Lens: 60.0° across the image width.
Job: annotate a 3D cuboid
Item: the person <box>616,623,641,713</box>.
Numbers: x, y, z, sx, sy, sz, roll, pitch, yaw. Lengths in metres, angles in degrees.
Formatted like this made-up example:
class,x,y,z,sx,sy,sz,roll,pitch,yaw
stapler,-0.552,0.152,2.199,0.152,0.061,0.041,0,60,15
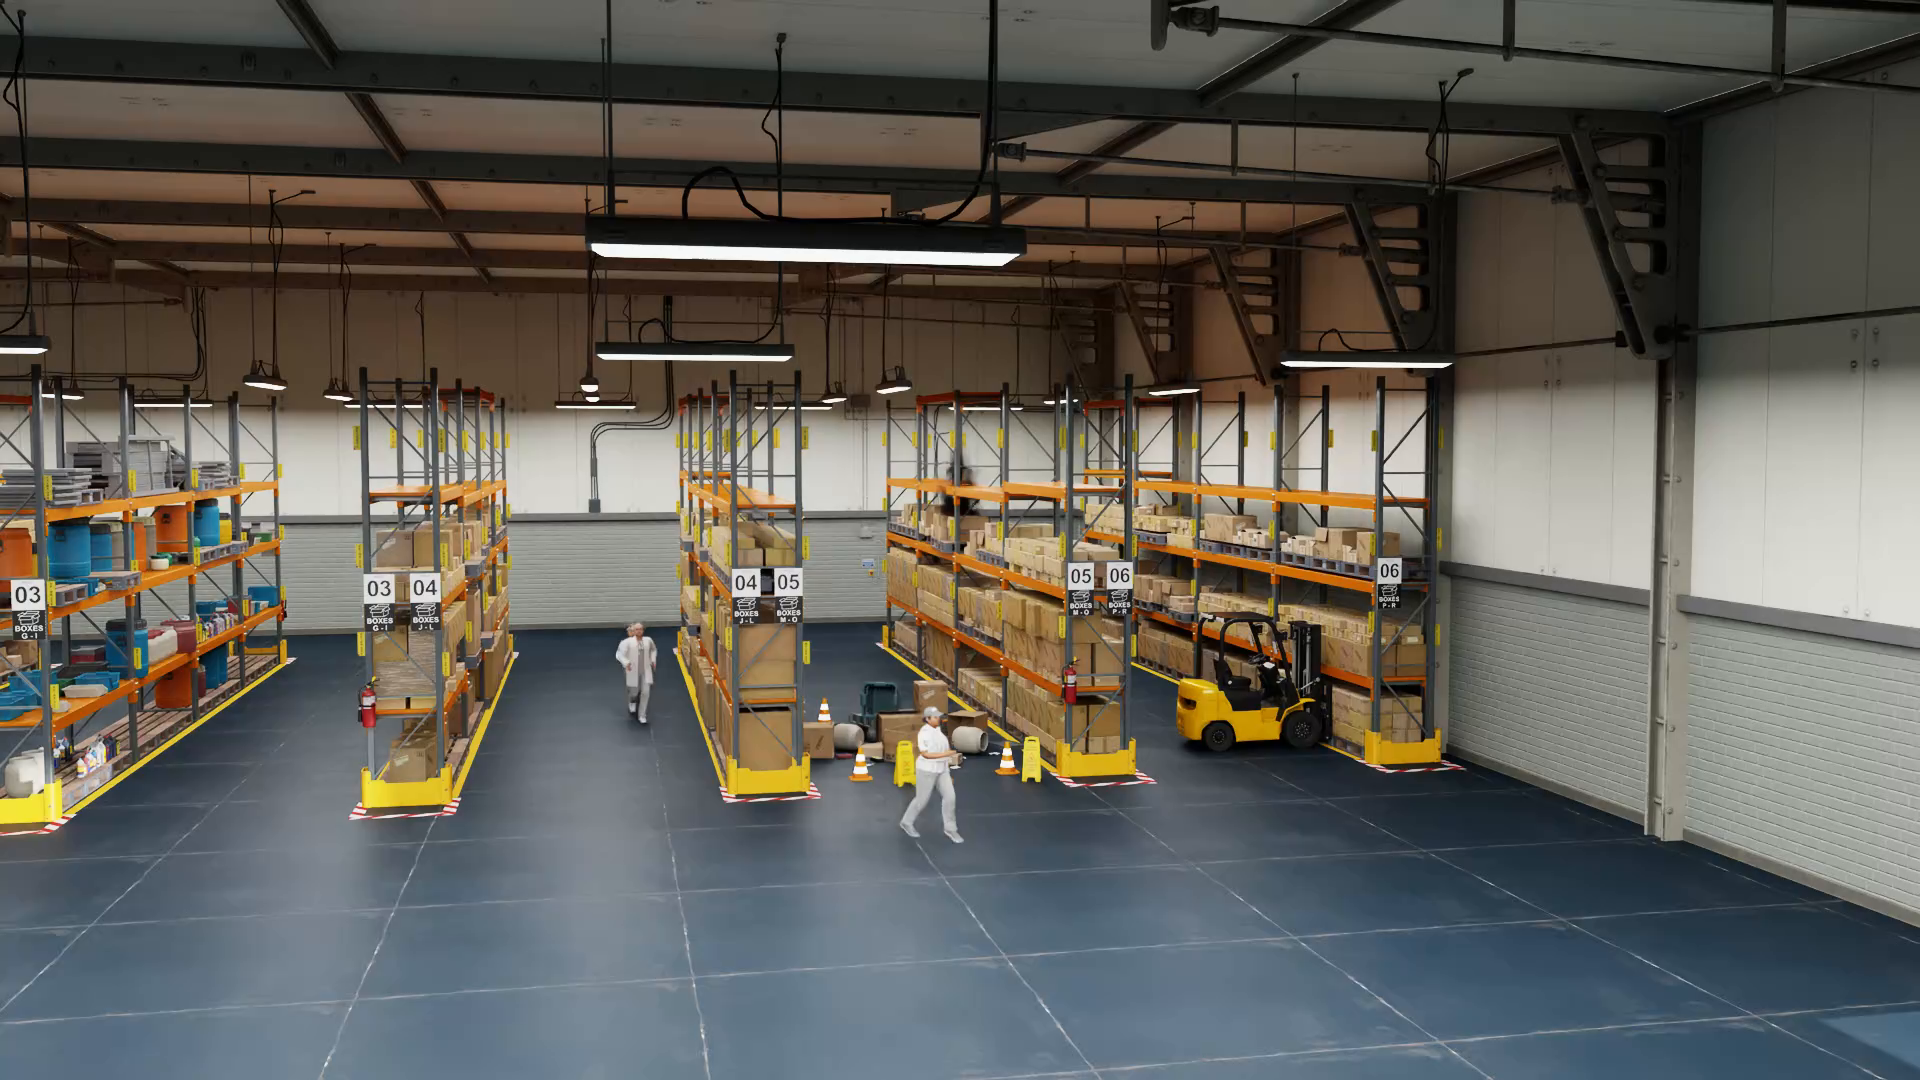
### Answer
class,x,y,z,sx,sy,sz,roll,pitch,yaw
person,-6.028,2.351,30.657,0.611,1.649,0.569,-1,4,-16

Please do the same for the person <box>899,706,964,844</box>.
class,x,y,z,sx,sy,sz,roll,pitch,yaw
person,-0.365,2.925,20.771,0.826,1.715,0.580,2,4,31

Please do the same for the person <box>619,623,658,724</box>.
class,x,y,z,sx,sy,sz,roll,pitch,yaw
person,-5.734,2.363,29.731,0.720,1.753,0.878,-1,4,-22
